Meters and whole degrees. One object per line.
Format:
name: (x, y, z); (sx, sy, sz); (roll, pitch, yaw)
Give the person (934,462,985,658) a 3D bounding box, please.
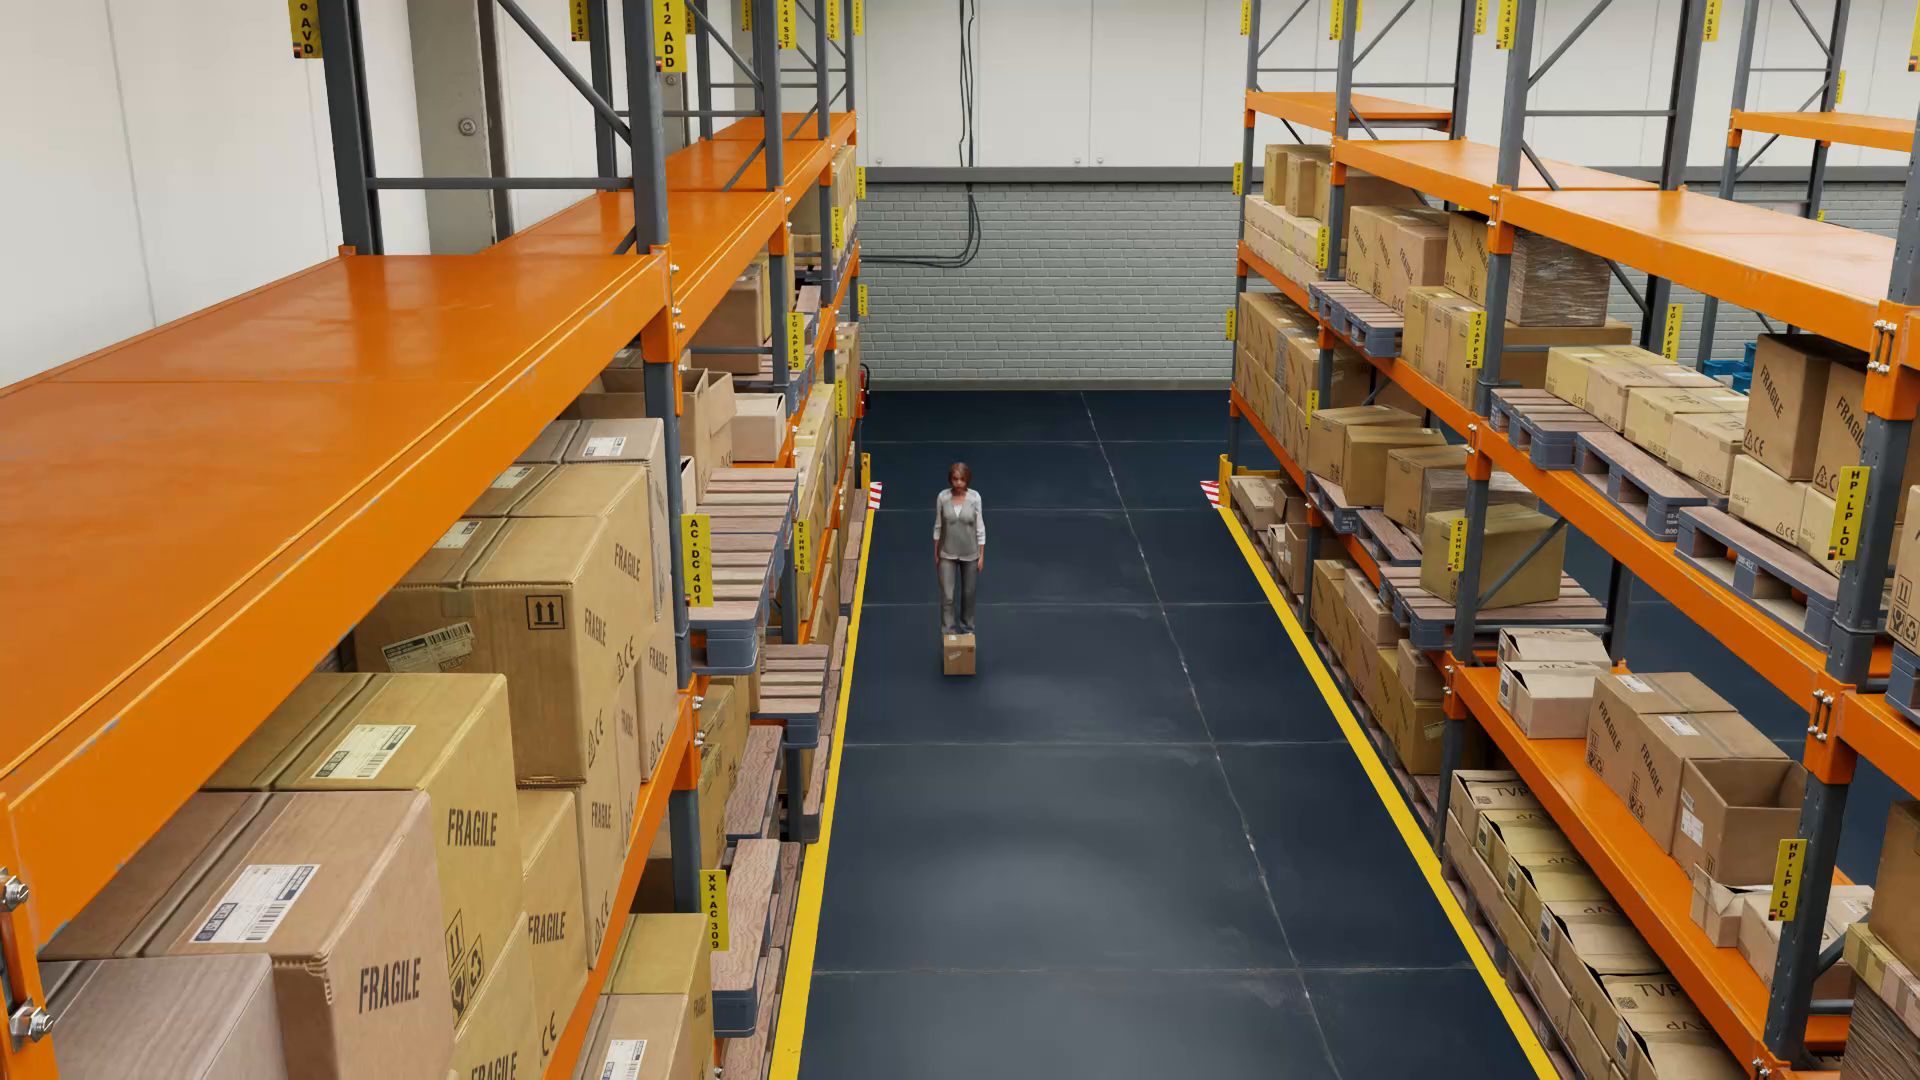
person: (-0.005, 0.157, 13.575); (0.423, 1.608, 0.503); (0, 17, 1)
